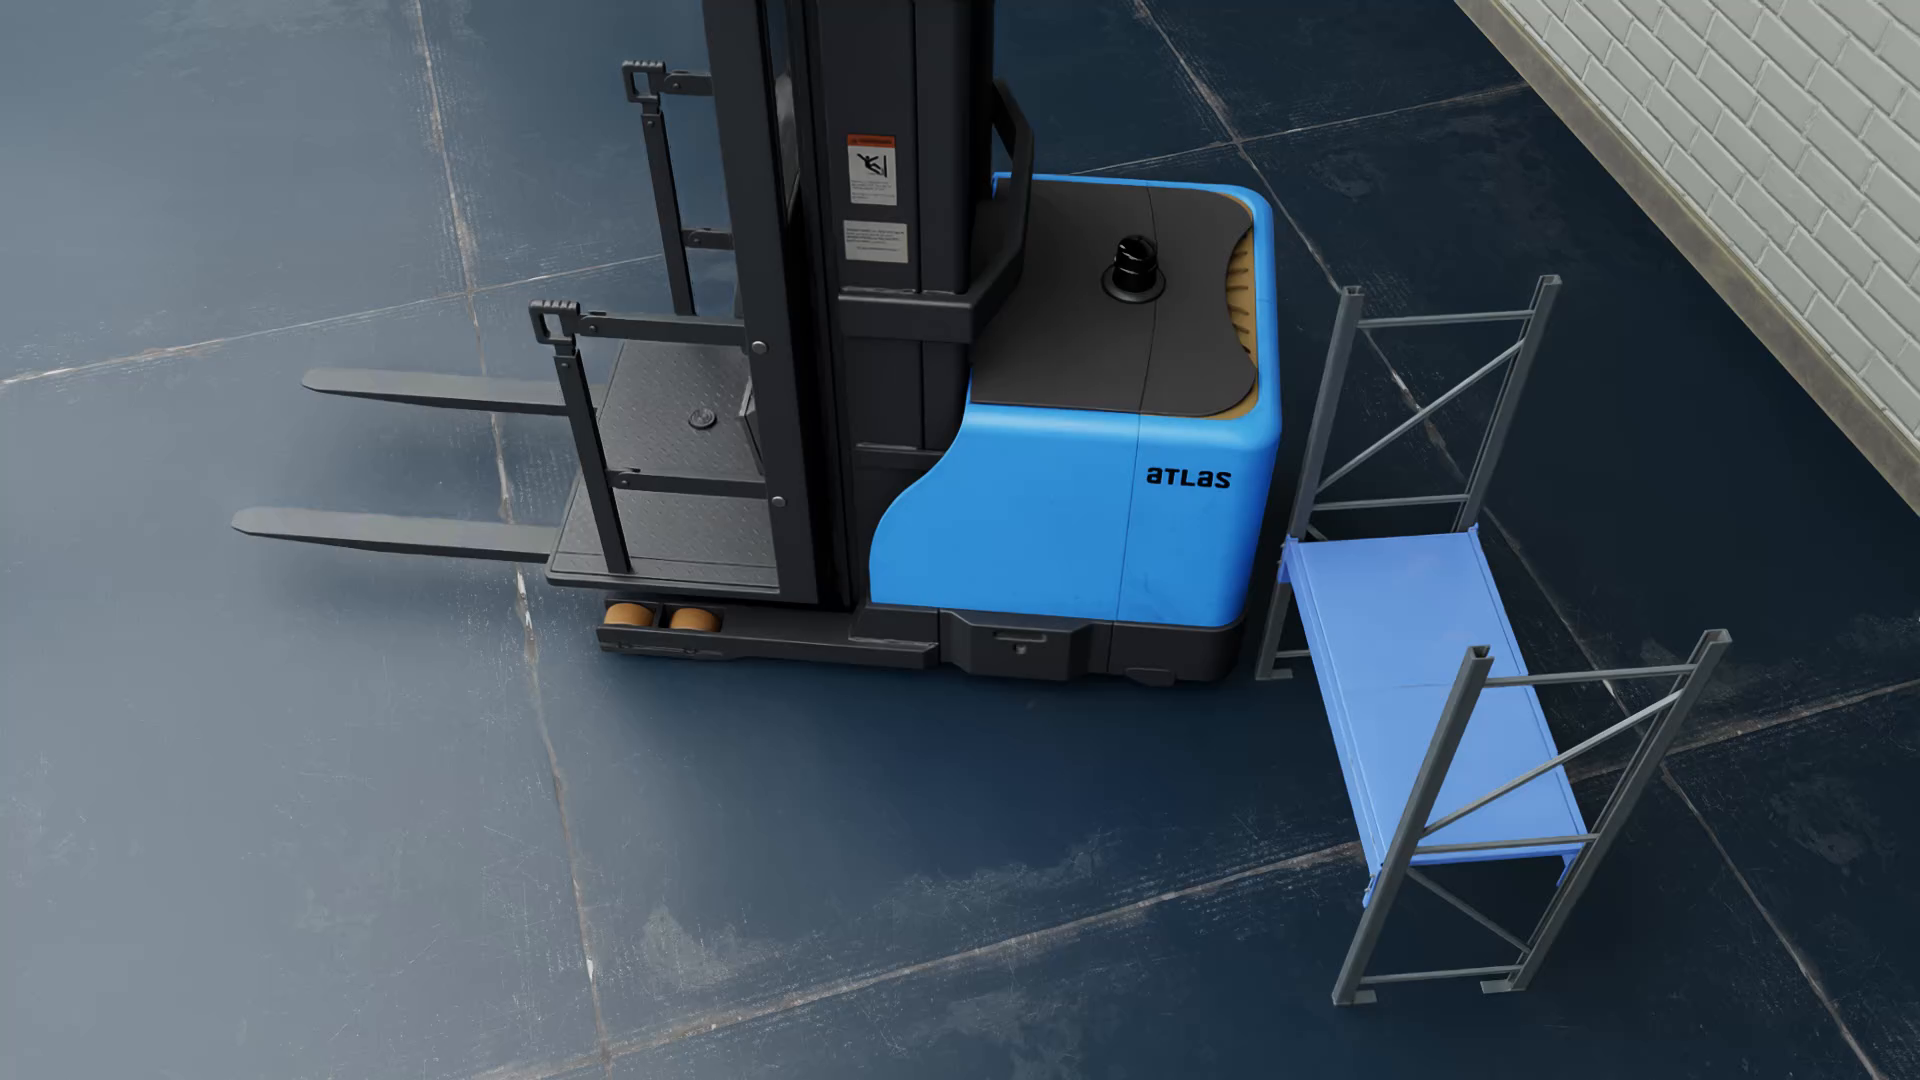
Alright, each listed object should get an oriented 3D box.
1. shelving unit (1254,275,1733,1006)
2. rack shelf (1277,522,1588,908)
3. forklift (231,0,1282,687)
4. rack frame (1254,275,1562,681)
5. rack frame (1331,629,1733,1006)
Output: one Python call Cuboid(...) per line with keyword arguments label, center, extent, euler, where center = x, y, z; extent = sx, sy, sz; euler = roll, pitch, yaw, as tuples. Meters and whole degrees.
Cuboid(label="shelving unit", center=(1.161, 0.292, 4.023), extent=(0.538, 1.500, 1.048), euler=(-4, 50, -3))
Cuboid(label="rack shelf", center=(1.161, 0.408, 4.161), extent=(0.538, 0.185, 1.000), euler=(-4, 50, -3))
Cuboid(label="forklift", center=(-0.655, -0.989, 4.167), extent=(3.031, 2.935, 1.130), euler=(4, 50, 3))
Cuboid(label="rack frame", center=(1.120, -0.096, 4.350), extent=(0.500, 1.500, 0.032), euler=(-4, 50, -3))
Cuboid(label="rack frame", center=(1.203, 0.679, 3.697), extent=(0.500, 1.500, 0.032), euler=(-4, 50, -3))
